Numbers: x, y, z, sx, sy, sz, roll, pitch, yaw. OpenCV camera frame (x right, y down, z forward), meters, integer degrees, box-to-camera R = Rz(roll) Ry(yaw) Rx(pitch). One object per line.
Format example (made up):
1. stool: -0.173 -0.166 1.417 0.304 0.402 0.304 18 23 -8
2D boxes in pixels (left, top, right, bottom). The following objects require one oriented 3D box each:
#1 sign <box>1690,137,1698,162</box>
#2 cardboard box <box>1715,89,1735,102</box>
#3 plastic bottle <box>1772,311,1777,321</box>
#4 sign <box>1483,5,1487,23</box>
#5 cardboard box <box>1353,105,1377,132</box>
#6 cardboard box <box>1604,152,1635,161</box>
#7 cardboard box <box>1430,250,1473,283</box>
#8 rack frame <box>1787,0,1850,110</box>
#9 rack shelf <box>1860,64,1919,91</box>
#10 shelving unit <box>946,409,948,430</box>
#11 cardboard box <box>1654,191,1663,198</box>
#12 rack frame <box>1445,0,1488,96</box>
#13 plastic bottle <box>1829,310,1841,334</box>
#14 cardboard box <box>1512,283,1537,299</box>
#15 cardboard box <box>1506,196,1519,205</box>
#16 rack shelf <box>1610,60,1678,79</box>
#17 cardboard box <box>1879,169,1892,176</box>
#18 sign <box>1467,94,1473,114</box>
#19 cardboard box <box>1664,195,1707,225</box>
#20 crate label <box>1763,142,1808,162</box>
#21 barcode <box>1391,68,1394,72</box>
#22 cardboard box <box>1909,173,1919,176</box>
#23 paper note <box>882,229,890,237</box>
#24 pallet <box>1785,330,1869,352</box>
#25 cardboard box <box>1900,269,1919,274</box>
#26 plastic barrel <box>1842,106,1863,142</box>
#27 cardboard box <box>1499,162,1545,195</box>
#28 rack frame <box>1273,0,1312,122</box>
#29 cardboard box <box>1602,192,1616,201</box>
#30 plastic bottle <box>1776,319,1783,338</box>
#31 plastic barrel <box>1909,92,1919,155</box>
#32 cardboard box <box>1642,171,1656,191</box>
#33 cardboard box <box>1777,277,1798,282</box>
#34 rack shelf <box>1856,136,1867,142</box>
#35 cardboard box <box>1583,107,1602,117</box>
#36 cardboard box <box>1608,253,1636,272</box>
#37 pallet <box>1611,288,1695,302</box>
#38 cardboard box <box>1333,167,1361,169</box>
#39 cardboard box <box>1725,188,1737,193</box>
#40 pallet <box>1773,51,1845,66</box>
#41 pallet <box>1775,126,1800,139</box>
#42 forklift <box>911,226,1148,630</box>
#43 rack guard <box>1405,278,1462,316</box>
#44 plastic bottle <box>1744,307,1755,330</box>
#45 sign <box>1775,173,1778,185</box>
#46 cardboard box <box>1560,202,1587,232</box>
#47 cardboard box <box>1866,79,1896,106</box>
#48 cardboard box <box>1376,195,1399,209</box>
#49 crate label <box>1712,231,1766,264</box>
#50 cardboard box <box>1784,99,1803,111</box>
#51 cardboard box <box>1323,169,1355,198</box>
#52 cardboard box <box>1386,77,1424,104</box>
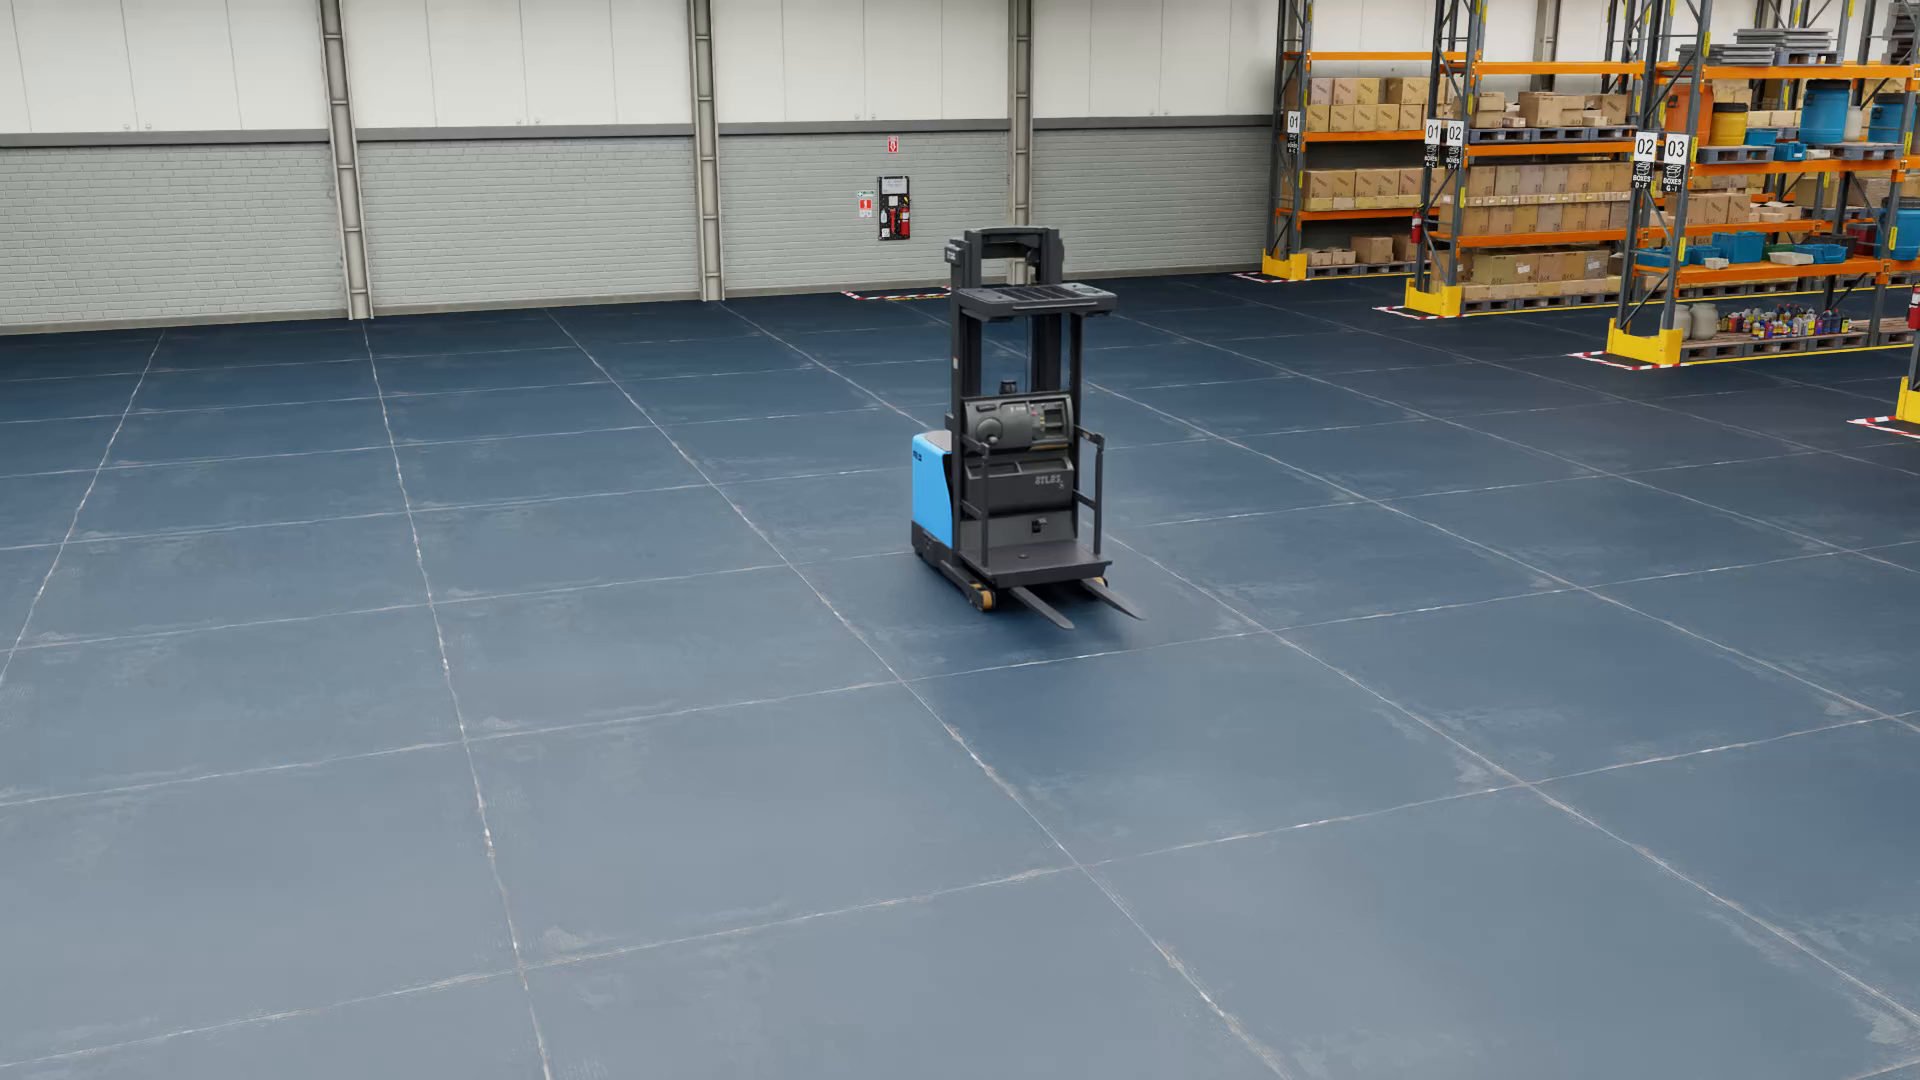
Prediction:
1. sign: 10.124 -5.388 22.934 0.005 0.325 0.100 -6 17 -20
2. cardboard box: 16.234 -9.471 35.897 0.500 0.500 0.700 -7 18 -21
3. plastic bottle: 12.464 -3.379 25.494 0.097 0.271 0.097 0 16 0
4. sign: 10.299 -10.319 32.621 0.005 0.325 0.100 -6 17 -20
5. cardboard box: 7.786 -8.259 32.514 0.500 0.500 0.500 -5 17 -18
6. cardboard box: 14.188 -8.177 35.699 0.500 0.250 0.500 -6 17 -19
7. cardboard box: 8.557 -4.767 28.965 0.500 0.500 0.500 -6 17 -20
8. rack frame: 15.633 -9.078 30.193 0.127 3.000 1.000 -6 17 -20
9. rack shelf: 15.534 -7.036 25.225 4.000 0.370 1.077 -6 17 -20
10. shelving unit: 0.149 -0.596 15.151 0.503 1.200 0.258 -6 17 -20
11. cardboard box: 14.764 -7.392 35.507 0.250 0.149 0.380 -6 17 -18
12. rack frame: 10.122 -9.978 33.257 0.127 3.000 1.000 -6 17 -20
13. plastic bottle: 13.168 -3.292 25.058 0.185 0.351 0.144 -7 18 -22
14. cardboard box: 9.676 -4.373 28.951 0.500 0.250 0.500 -6 17 -20
15. cardboard box: 9.322 -5.812 28.390 0.250 0.149 0.380 -6 18 -21
16. rack shelf: 15.724 -10.046 35.474 4.000 0.370 1.077 -6 17 -20
17. cardboard box: 20.855 -8.399 37.996 0.700 0.700 0.980 -5 17 -18
18. sign: 8.356 -7.143 27.235 0.005 0.325 0.100 -6 17 -20
19. cardboard box: 13.113 -5.971 30.081 0.500 0.500 0.500 -5 17 -16
20. crate label: 11.798 -5.559 23.797 0.408 0.251 0.502 -6 17 -20
21. barcode: 8.670 -9.423 33.320 0.075 0.075 0.001 -6 17 -20
22. cardboard box: 18.846 -6.864 32.376 0.500 0.500 0.700 -14 21 -39
23. paper note: -1.383 -5.728 30.995 0.142 0.148 0.016 -6 17 -20
24. pallet: 13.025 -3.098 25.425 1.213 0.211 1.003 -6 17 -20
25. cardboard box: 18.077 -5.391 31.942 0.500 0.500 0.500 -6 17 -19
26. plastic barrel: 13.194 -6.195 24.756 0.421 0.512 0.421 0 16 0
27. cardboard box: 9.612 -6.218 28.621 0.500 0.500 0.700 -6 17 -20
28. rack frame: 6.387 -9.575 31.883 0.127 3.000 1.000 -6 17 -20
29. cardboard box: 11.245 -6.020 29.099 0.250 0.149 0.380 -7 18 -22
30. plastic bottle: 12.150 -3.137 24.670 0.097 0.271 0.097 0 16 0
31. plastic barrel: 14.675 -6.347 25.326 0.600 0.901 0.600 0 16 0
32. cardboard box: 14.402 -7.685 35.354 0.500 0.500 0.500 -6 17 -18
33. cardboard box: 15.229 -4.965 30.967 0.500 0.250 0.500 -6 17 -19
34. rack shelf: 17.501 -7.495 31.404 4.000 0.370 1.077 -6 17 -20
35. cardboard box: 10.829 -7.426 29.054 0.500 0.311 0.500 -7 18 -23
36. cardboard box: 12.173 -5.064 30.310 0.500 0.311 0.500 -6 17 -20
37. pallet: 12.572 -4.543 30.346 1.213 0.211 1.003 -6 17 -20
38. cardboard box: 7.706 -7.198 33.339 0.500 0.500 0.500 -7 18 -22
39. cardboard box: 16.667 -7.598 36.212 0.250 0.149 0.380 -6 17 -20
40. pallet: 11.766 -6.874 23.733 1.213 0.211 1.003 -6 17 -20
41. pallet: 15.031 -7.456 30.329 1.003 0.211 1.213 -5 17 -18
42. forklift: 0.563 -0.970 13.352 1.130 2.935 3.031 -6 17 -20
43. rack guard: 8.140 -4.191 28.636 0.348 0.500 1.175 -6 17 -20
44. plastic bottle: 12.018 -3.380 25.357 0.185 0.351 0.144 -5 17 -18
45. sign: 15.430 -6.859 31.369 0.005 0.325 0.100 -6 17 -20
46. cardboard box: 10.526 -5.694 29.137 0.500 0.500 0.700 -6 17 -19
47. cardboard box: 16.995 -8.312 30.955 0.500 0.500 0.500 -6 17 -20
48. cardboard box: 8.386 -6.756 33.162 0.500 0.250 0.500 -6 17 -20
49. crate label: 11.553 -4.363 24.722 0.616 0.435 0.502 -6 17 -20
50. cardboard box: 18.332 -9.523 36.375 0.500 0.250 0.500 -6 17 -20
51. cardboard box: 7.405 -7.010 32.697 0.500 0.500 0.500 -6 17 -20
52. cardboard box: 8.759 -8.841 32.720 0.500 0.500 0.500 -7 18 -22
